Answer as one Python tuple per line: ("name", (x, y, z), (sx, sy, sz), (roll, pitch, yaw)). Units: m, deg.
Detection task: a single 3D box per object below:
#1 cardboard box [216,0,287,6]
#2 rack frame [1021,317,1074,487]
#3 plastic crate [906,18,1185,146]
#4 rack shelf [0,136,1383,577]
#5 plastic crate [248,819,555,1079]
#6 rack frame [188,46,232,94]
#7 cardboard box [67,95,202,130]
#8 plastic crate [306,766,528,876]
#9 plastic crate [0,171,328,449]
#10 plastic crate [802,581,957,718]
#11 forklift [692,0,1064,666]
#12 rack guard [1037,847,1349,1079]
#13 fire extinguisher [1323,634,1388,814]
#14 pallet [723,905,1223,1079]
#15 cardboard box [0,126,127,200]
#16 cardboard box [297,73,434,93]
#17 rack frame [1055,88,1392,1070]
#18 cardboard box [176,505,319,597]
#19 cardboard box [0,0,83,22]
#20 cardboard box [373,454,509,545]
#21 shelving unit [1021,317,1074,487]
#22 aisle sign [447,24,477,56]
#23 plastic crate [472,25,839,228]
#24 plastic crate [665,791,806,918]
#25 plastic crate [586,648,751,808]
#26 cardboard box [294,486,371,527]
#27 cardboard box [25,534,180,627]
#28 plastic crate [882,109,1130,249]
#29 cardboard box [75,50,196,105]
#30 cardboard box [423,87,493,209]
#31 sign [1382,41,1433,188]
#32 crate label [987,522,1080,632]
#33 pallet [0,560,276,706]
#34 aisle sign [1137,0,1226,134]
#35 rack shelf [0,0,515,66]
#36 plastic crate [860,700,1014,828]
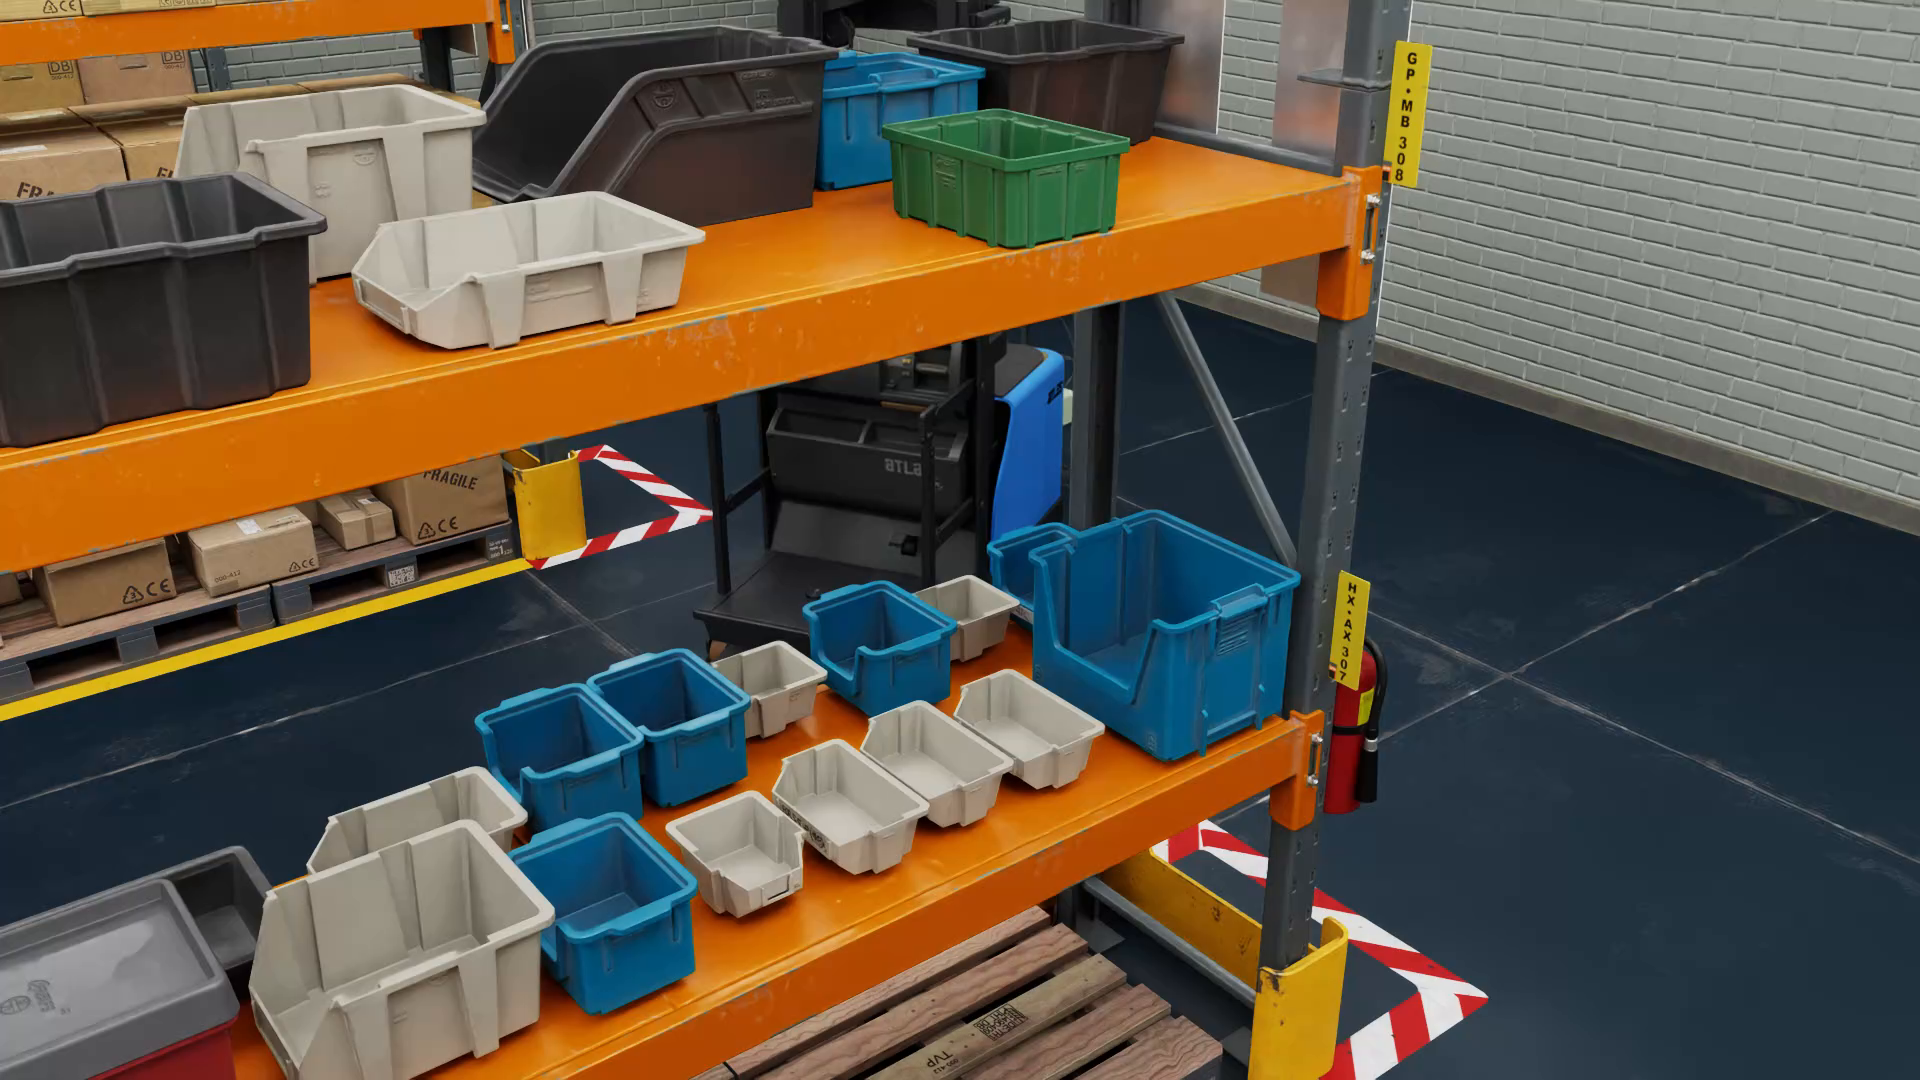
("cardboard box", (-3.003, -2.447, 7.075), (0.500, 0.250, 0.500), (-18, 31, -34))
("rack frame", (0.503, -1.023, 9.172), (0.400, 1.500, 0.023), (19, 31, 35))
("plastic crate", (0.217, -1.153, 4.264), (0.590, 0.269, 0.497), (-18, 31, -34))
("rack shelf", (-0.882, -0.374, 3.285), (4.000, 0.370, 1.077), (-18, 31, -34))
("plastic crate", (-1.140, 0.870, 3.381), (0.530, 0.282, 0.437), (-18, 31, -34))
("rack frame", (-5.421, -3.142, 11.956), (0.127, 3.000, 1.000), (-18, 31, -34))
("cardboard box", (-3.677, -1.706, 7.556), (0.500, 0.500, 0.500), (-18, 30, -33))
("plastic crate", (-1.271, 0.720, 3.878), (0.466, 0.136, 0.293), (-18, 31, -34))
("plastic crate", (-1.309, -0.354, 2.541), (0.590, 0.269, 0.497), (-18, 31, -34))
("plastic crate", (-0.223, 0.315, 4.636), (0.300, 0.233, 0.416), (-18, 31, -34))
("forklift", (-0.491, -0.797, 6.985), (1.130, 2.935, 3.031), (10, 27, 20))
("rack guard", (0.703, 1.264, 5.434), (0.348, 0.500, 1.175), (-18, 31, -34))
("fire extinguisher", (1.091, 0.456, 4.739), (0.183, 0.674, 0.296), (-18, 31, -34))
("pallet", (0.019, 1.606, 5.038), (1.213, 0.211, 1.003), (-18, 31, -34))
("cardboard box", (-3.748, -1.393, 6.881), (0.500, 0.500, 0.500), (-17, 30, -32))
("cardboard box", (-2.873, -1.973, 8.131), (0.500, 0.500, 0.500), (-17, 30, -33))
("rack frame", (0.692, 0.140, 4.885), (0.127, 3.000, 1.000), (-18, 31, -34))
("cardboard box", (-3.403, 0.006, 7.918), (0.500, 0.250, 0.500), (-18, 31, -34))
("cardboard box", (-3.792, -2.188, 6.517), (0.500, 0.250, 0.500), (-18, 31, -34))
("cardboard box", (-2.637, -0.344, 8.376), (0.500, 0.500, 0.500), (-18, 31, -34))
("shelving unit", (0.274, -0.902, 8.913), (0.431, 1.500, 0.755), (19, 31, 35))
("aisle sign", (-2.489, -2.796, 8.123), (0.004, 0.787, 0.394), (-18, 31, -34))
("plastic crate", (-0.680, -0.886, 3.607), (0.767, 0.338, 0.504), (-18, 31, -34))
("plastic crate", (-0.500, 0.738, 3.838), (0.250, 0.136, 0.298), (-18, 31, -34))
("plastic crate", (-0.741, 0.486, 4.267), (0.300, 0.233, 0.416), (-18, 31, -34))
("cardboard box", (-3.358, -0.277, 8.527), (0.500, 0.250, 0.500), (-18, 31, -34))
("cardboard box", (-4.034, -0.019, 7.672), (0.637, 0.503, 0.797), (-18, 31, -34))
("plastic crate", (0.092, -0.773, 3.542), (0.336, 0.188, 0.450), (-18, 31, -34))
("cardboard box", (-5.816, -3.142, 11.600), (0.700, 0.700, 0.980), (-17, 30, -32))
("cardboard box", (-2.542, -1.794, 7.745), (0.500, 0.500, 0.500), (-19, 31, -34))
("sign", (1.045, -0.995, 3.892), (0.005, 0.325, 0.100), (-18, 31, -34))
("crate label", (0.295, 0.144, 5.004), (0.303, 0.233, 0.416), (-18, 31, -34))
("pallet", (-4.007, 0.306, 7.841), (1.213, 0.211, 1.003), (-18, 31, -34))
("aisle sign", (0.566, -1.156, 4.590), (0.004, 0.787, 0.394), (-18, 31, -34))
("rack shelf", (-3.935, -2.016, 6.823), (4.000, 0.370, 1.077), (-18, 31, -34))
("plastic crate", (-0.075, 0.575, 4.190), (0.243, 0.136, 0.396), (-18, 31, -34))
